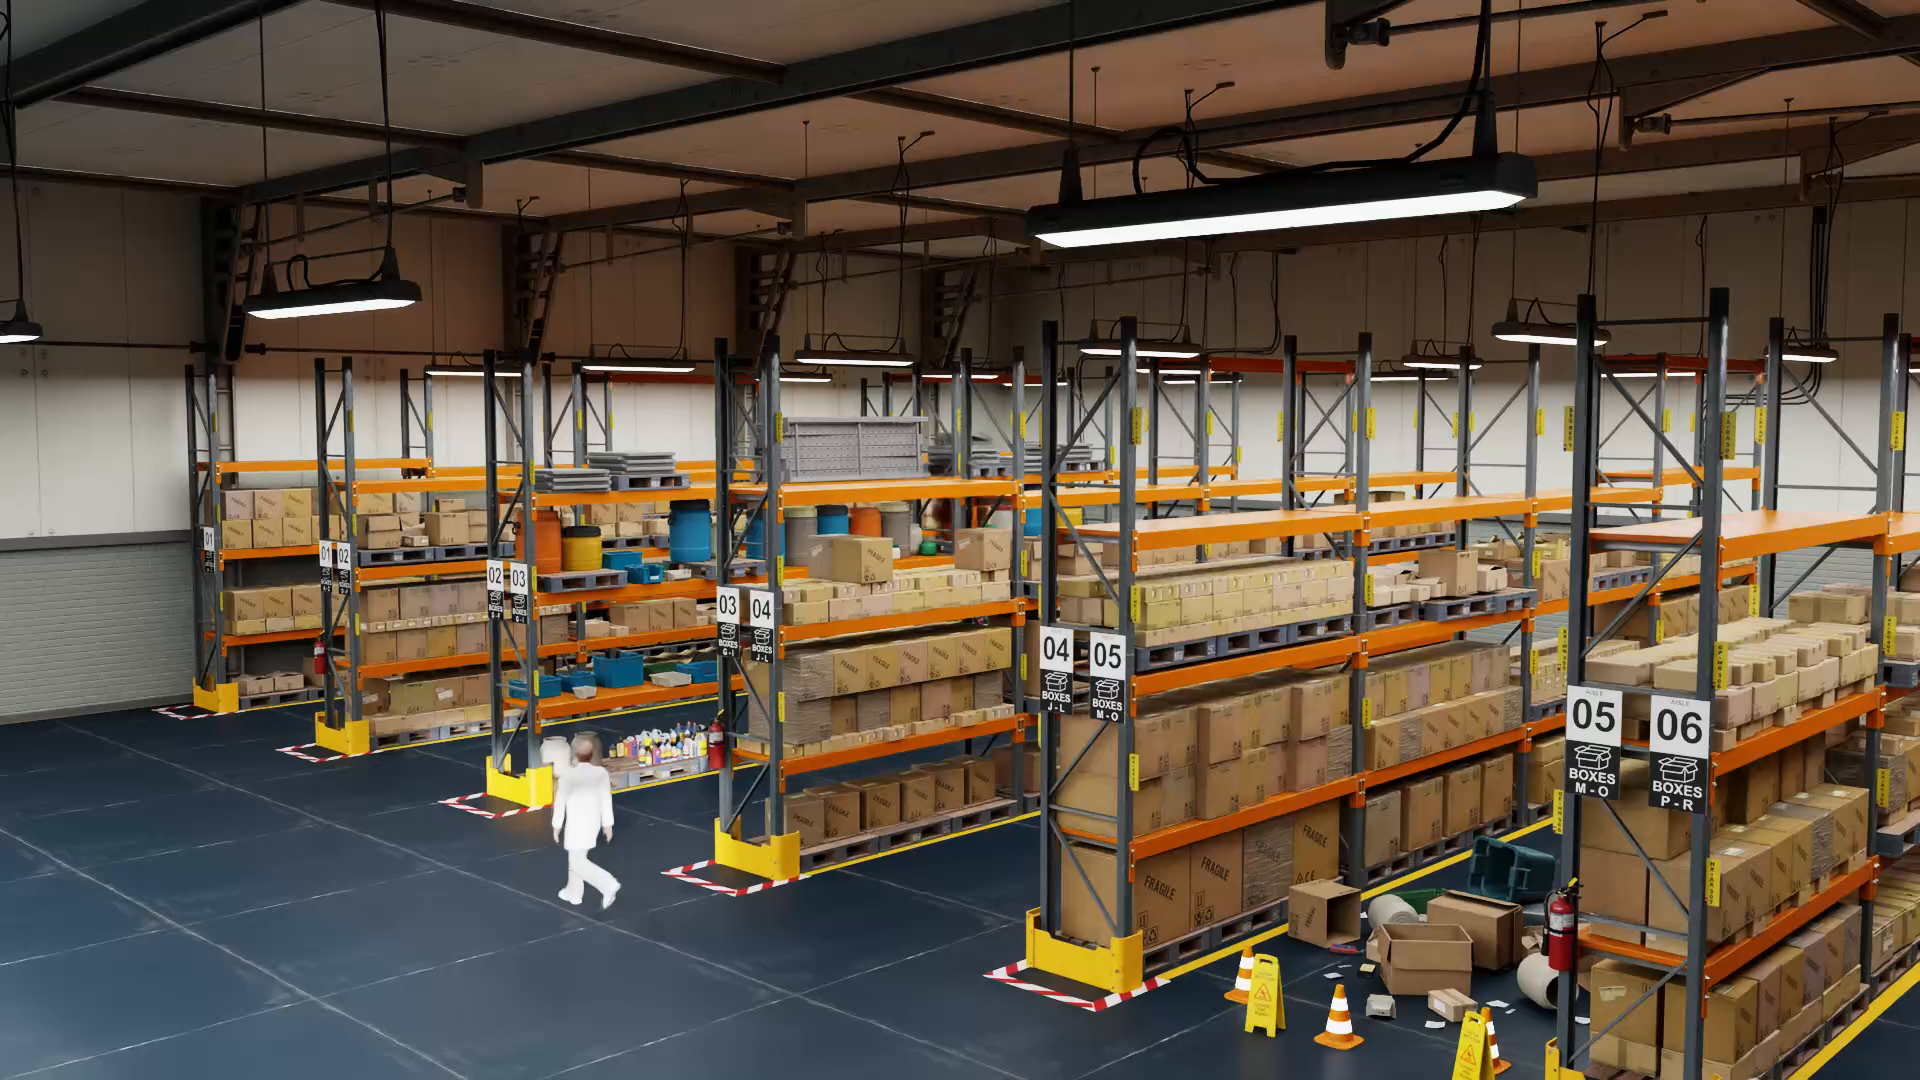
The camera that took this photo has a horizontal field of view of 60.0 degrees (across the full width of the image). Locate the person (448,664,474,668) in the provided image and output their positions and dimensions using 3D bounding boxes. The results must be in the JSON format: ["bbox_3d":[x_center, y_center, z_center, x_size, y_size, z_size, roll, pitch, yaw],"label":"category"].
[{"bbox_3d":[-9.011,2.009,29.802,0.663,1.824,0.489,-4,6,-39],"label":"person"}]

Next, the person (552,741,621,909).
[{"bbox_3d":[-3.893,2.962,17.308,0.949,1.756,0.538,2,5,21],"label":"person"}]

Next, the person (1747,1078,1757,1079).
[{"bbox_3d":[3.998,3.626,8.496,0.493,1.770,0.578,2,5,19],"label":"person"}]
